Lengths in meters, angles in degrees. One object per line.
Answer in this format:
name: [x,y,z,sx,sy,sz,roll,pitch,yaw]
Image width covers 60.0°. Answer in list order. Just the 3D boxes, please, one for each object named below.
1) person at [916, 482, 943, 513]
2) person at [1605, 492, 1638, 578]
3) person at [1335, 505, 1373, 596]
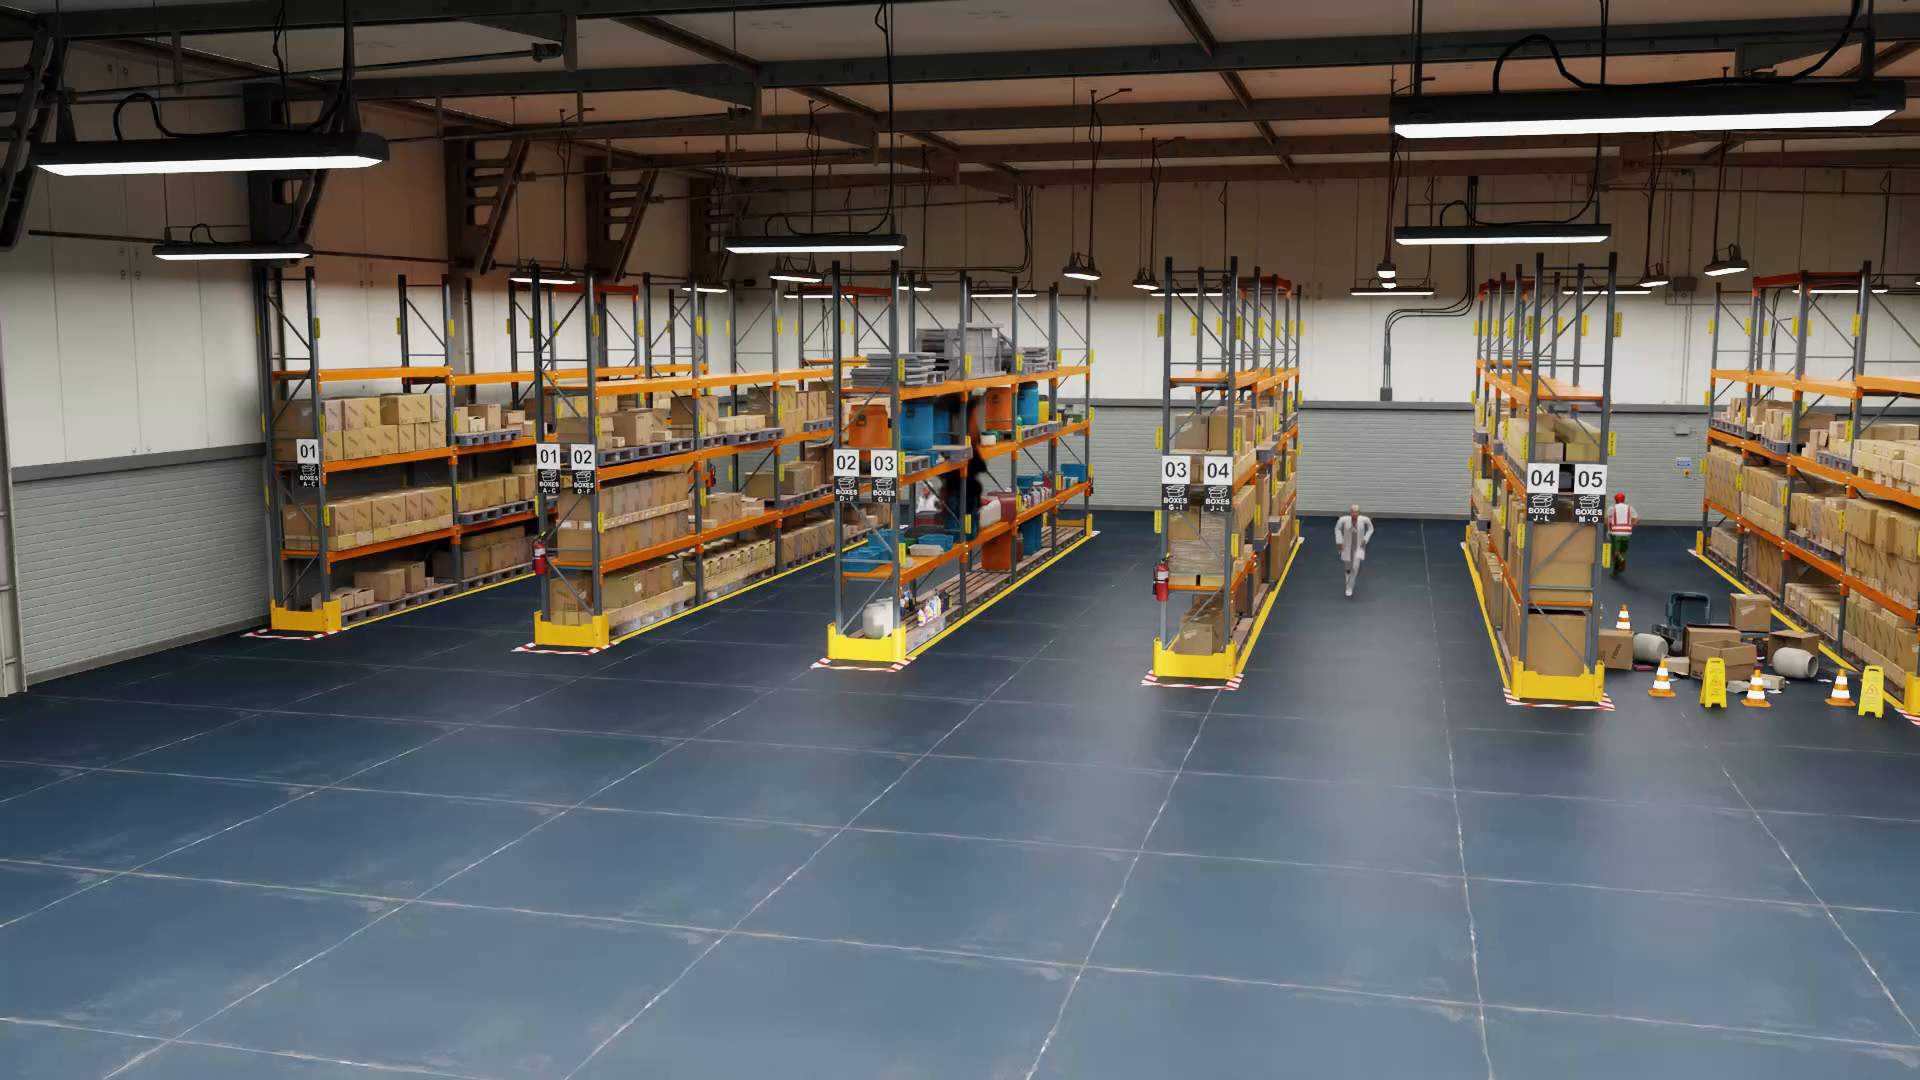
person: [-0.700,-0.383,35.810,0.661,1.730,0.585,2,8,17]
person: [13.265,-0.070,33.345,0.645,1.732,0.826,1,7,11]
person: [7.484,0.167,31.661,0.712,1.727,0.889,1,7,8]
